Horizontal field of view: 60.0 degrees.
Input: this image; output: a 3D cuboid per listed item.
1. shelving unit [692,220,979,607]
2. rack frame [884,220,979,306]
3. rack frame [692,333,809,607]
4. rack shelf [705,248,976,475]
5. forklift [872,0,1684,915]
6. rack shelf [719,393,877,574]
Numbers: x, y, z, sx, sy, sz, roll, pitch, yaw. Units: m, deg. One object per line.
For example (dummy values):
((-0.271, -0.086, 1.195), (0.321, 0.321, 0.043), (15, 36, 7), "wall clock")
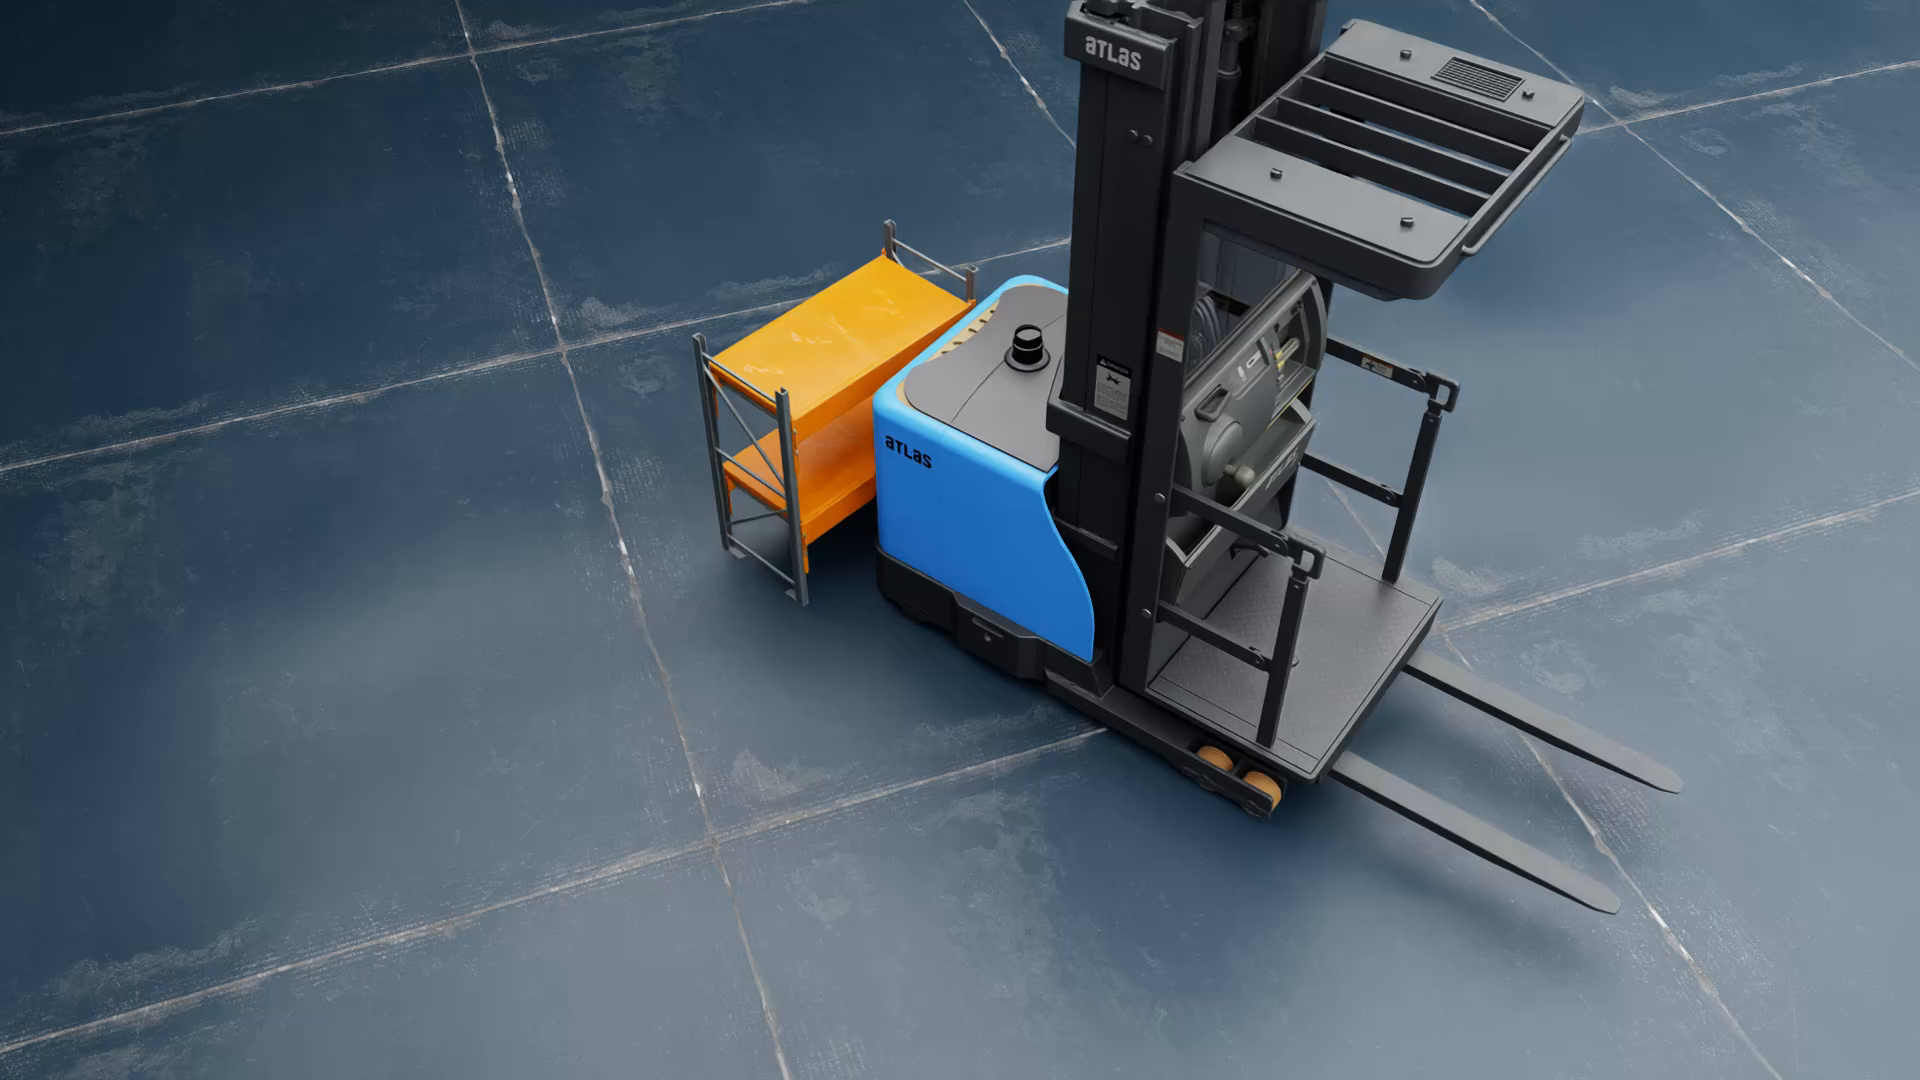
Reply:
((-0.465, -0.517, 6.780), (0.538, 1.125, 1.048), (33, 54, 29), "shelving unit")
((-0.118, -0.780, 7.043), (0.500, 1.125, 0.032), (33, 54, 29), "rack frame")
((-0.812, -0.254, 6.518), (0.500, 1.125, 0.032), (33, 54, 29), "rack frame")
((-0.465, -0.724, 6.573), (0.538, 0.278, 1.000), (33, 54, 29), "rack shelf")
((1.150, -0.462, 5.450), (3.031, 2.935, 1.130), (27, 51, 25), "forklift")
((-0.465, -0.344, 6.953), (0.538, 0.278, 1.000), (33, 54, 29), "rack shelf")
